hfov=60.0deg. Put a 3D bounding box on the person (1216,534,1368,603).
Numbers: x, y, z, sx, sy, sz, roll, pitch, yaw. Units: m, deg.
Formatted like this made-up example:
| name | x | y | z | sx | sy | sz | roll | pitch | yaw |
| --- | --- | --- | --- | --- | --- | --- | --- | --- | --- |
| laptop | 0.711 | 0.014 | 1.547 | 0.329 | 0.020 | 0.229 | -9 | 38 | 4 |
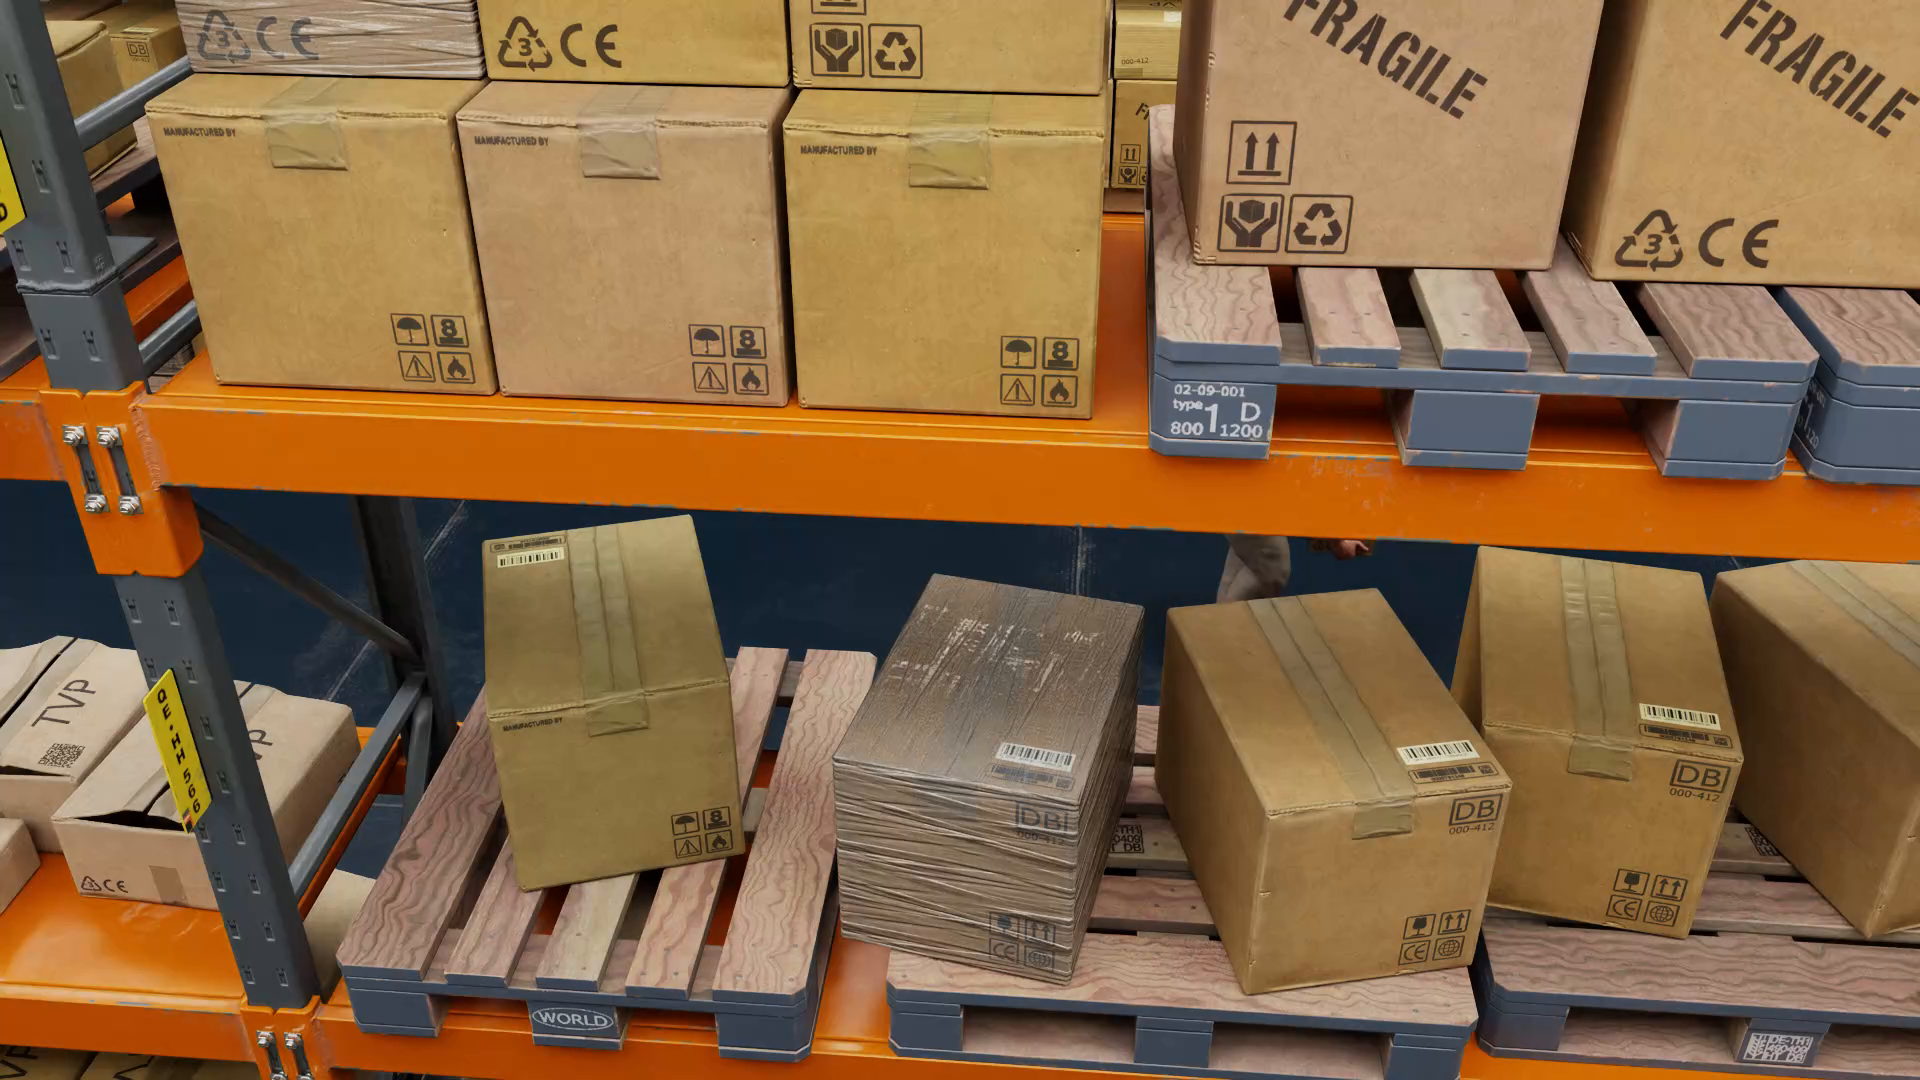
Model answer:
| name | x | y | z | sx | sy | sz | roll | pitch | yaw |
| --- | --- | --- | --- | --- | --- | --- | --- | --- | --- |
| person | 1.366 | -0.160 | 6.715 | 0.844 | 1.413 | 0.490 | 2 | 32 | 3 |
